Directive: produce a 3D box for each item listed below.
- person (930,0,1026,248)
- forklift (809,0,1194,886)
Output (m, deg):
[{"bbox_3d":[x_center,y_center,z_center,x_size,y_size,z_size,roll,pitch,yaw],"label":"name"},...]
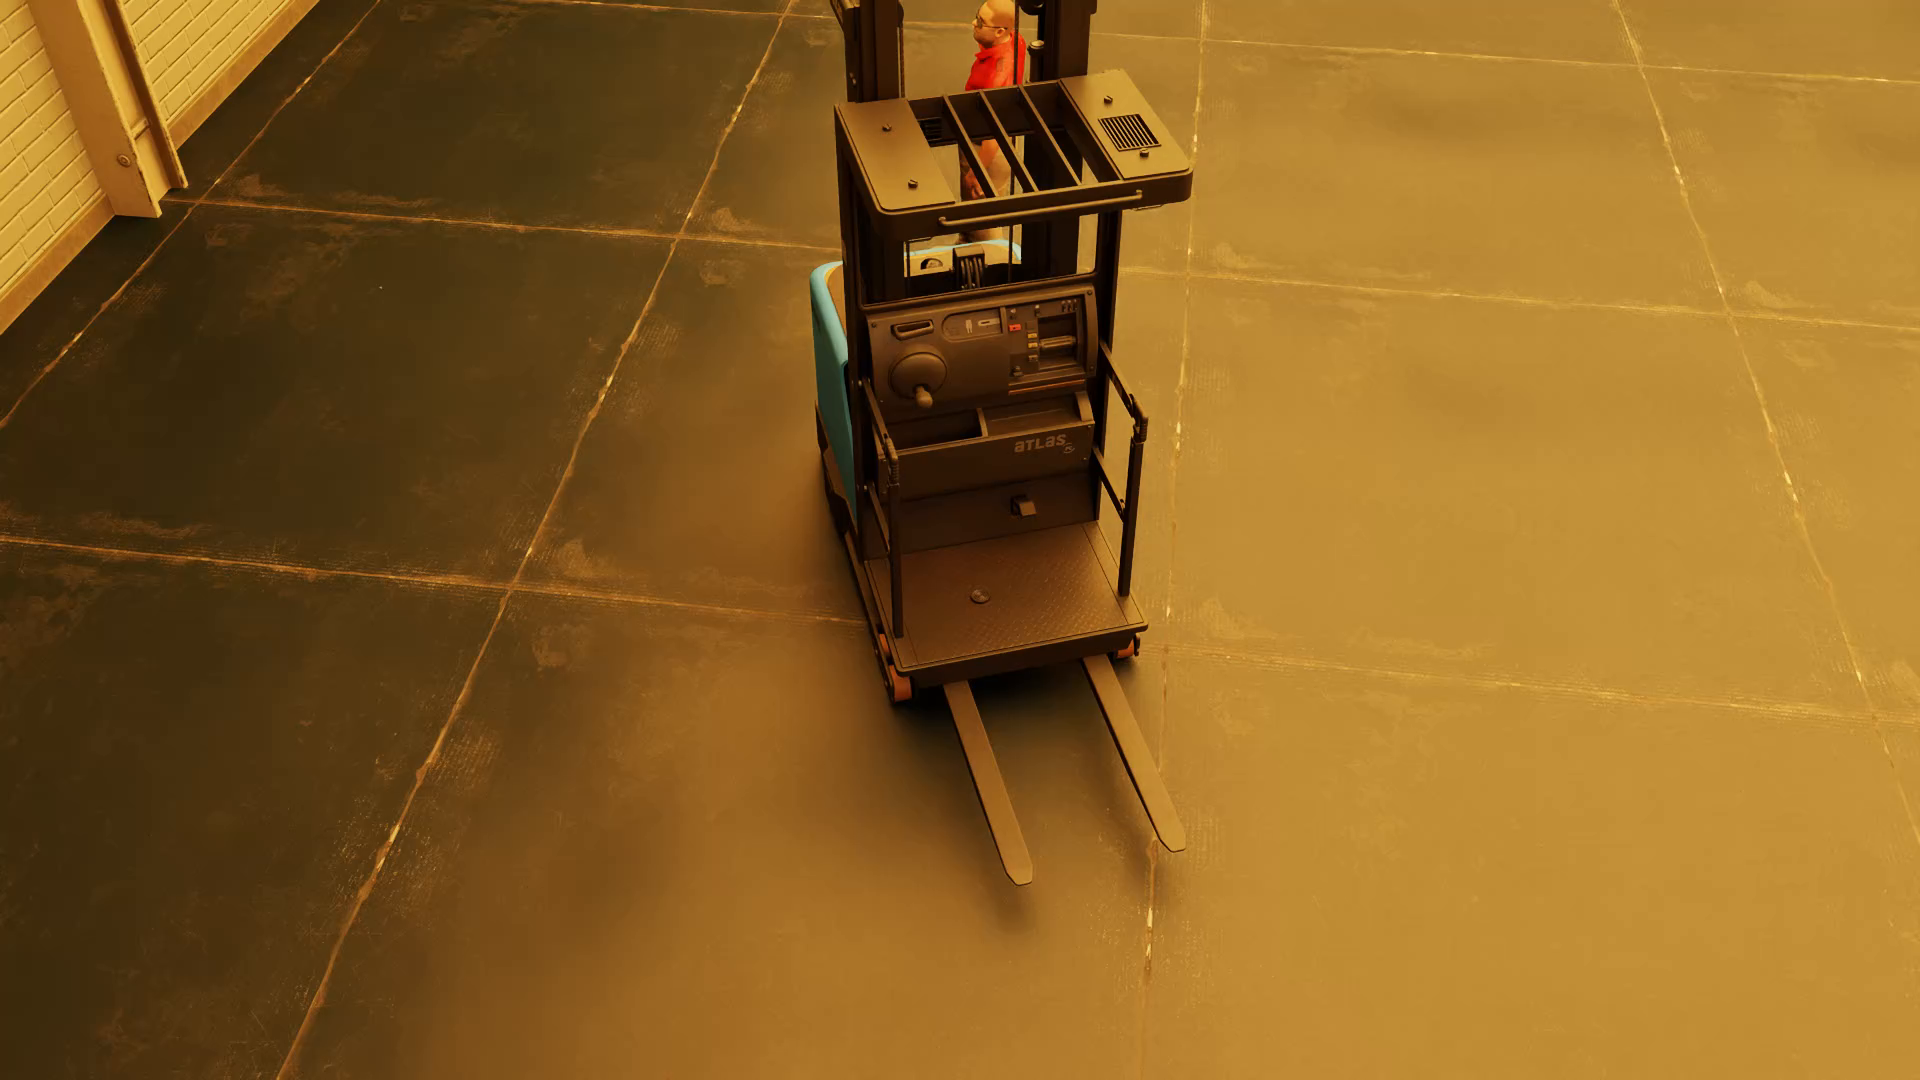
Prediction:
[{"bbox_3d":[0.054,-2.088,8.875,0.550,1.728,0.643,4,43,5],"label":"person"},{"bbox_3d":[0.153,-0.681,6.465,1.130,2.935,3.031,-10,44,-11],"label":"forklift"}]
